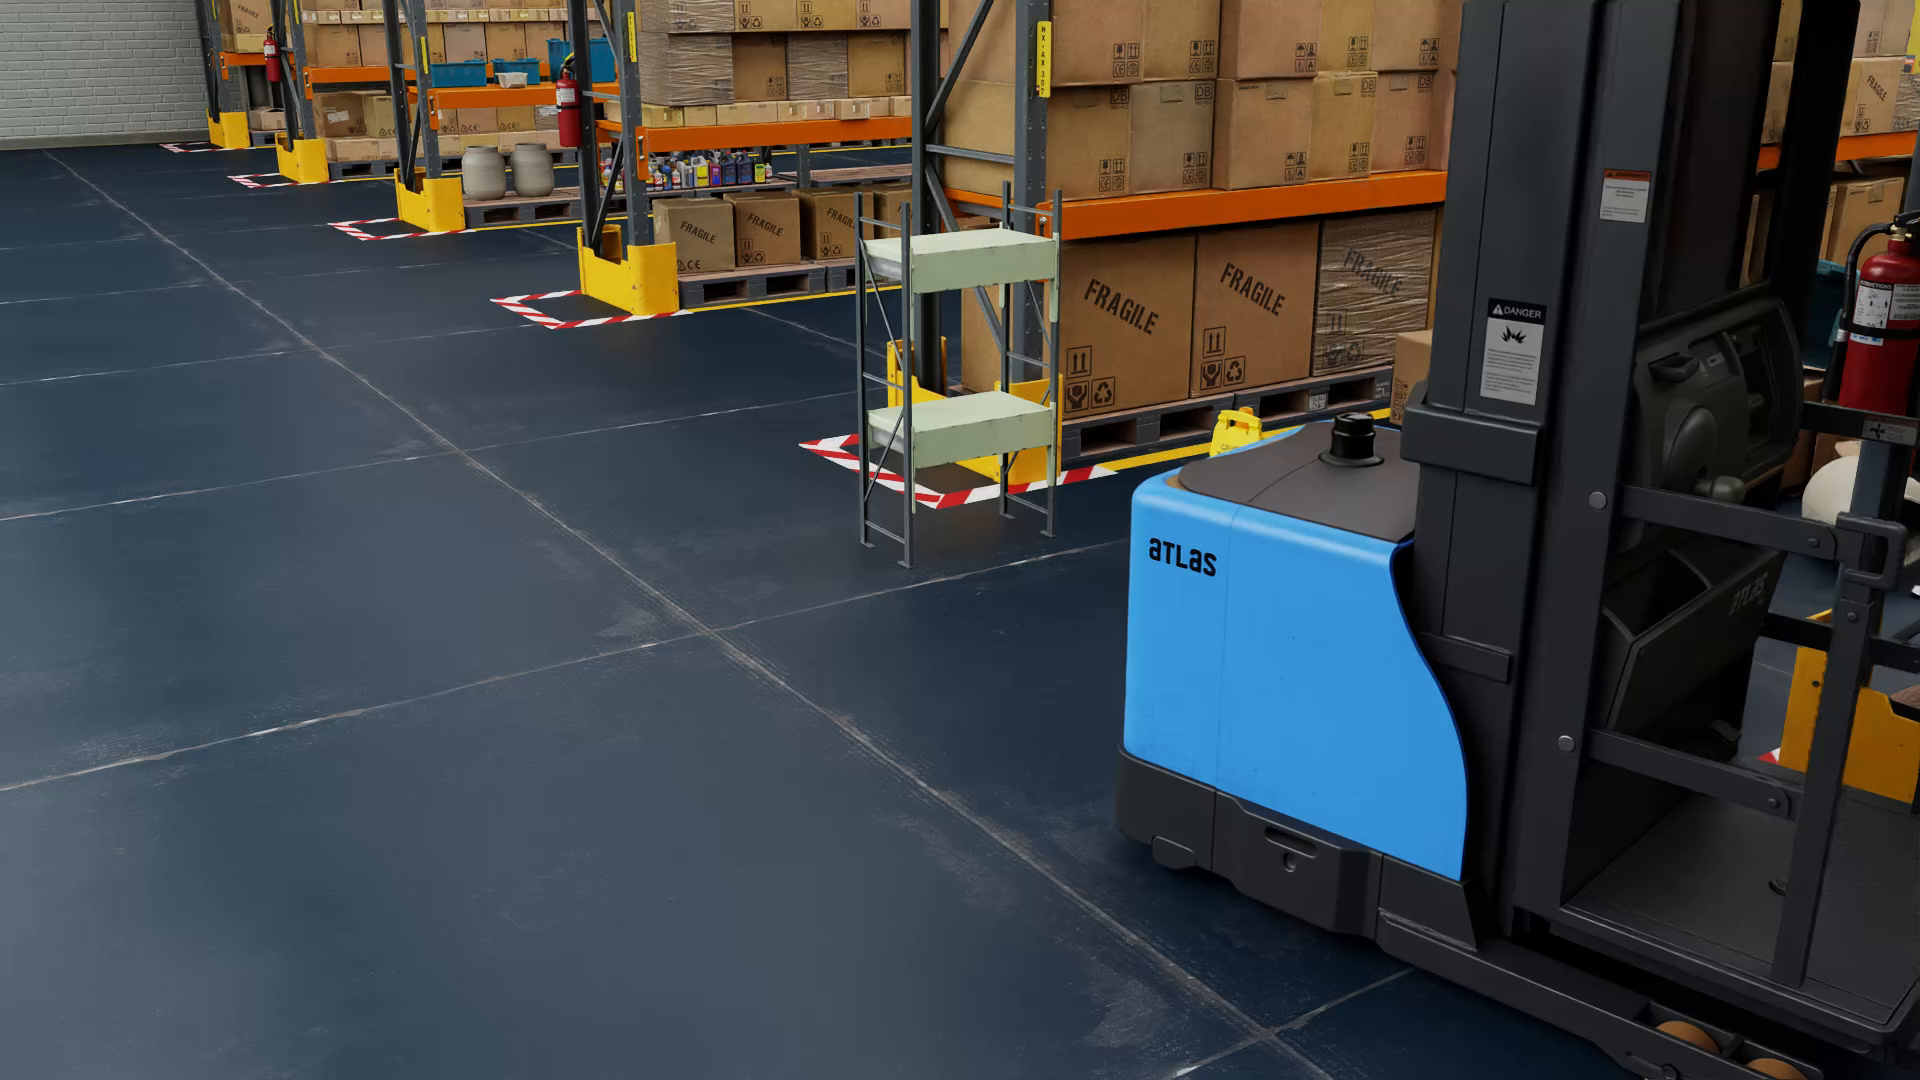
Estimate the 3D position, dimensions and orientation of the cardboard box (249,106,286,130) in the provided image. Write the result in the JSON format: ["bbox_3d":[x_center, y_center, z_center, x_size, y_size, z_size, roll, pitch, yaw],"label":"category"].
[{"bbox_3d":[-10.112,-6.219,24.467,0.500,0.311,0.500,-15,24,-37],"label":"cardboard box"}]

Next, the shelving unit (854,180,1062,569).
[{"bbox_3d":[-0.006,-0.709,7.001,0.755,1.500,0.431,-12,22,-31],"label":"shelving unit"}]

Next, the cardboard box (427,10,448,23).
[{"bbox_3d":[-6.491,-6.455,20.487,0.250,0.149,0.380,-12,22,-32],"label":"cardboard box"}]

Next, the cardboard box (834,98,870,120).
[{"bbox_3d":[-0.891,-3.317,12.765,0.250,0.149,0.380,-12,22,-31],"label":"cardboard box"}]

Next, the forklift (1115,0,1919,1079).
[{"bbox_3d":[1.852,-0.311,3.587,3.031,2.935,1.130,17,25,41],"label":"forklift"}]

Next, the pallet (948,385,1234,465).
[{"bbox_3d":[0.702,-0.708,9.009,1.213,0.211,1.003,-12,22,-31],"label":"pallet"}]

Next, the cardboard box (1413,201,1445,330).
[{"bbox_3d":[2.854,-1.672,10.168,0.875,0.875,0.875,-12,22,-31],"label":"cardboard box"}]

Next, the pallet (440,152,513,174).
[{"bbox_3d":[-6.378,-4.900,21.410,1.213,0.211,1.003,-12,22,-31],"label":"pallet"}]

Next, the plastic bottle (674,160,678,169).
[{"bbox_3d":[-2.956,-3.882,17.598,0.133,0.283,0.061,-12,22,-31],"label":"plastic bottle"}]

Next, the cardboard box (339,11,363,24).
[{"bbox_3d":[-7.346,-6.275,19.954,0.250,0.149,0.380,-13,22,-33],"label":"cardboard box"}]

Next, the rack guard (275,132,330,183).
[{"bbox_3d":[-8.032,-4.673,20.288,0.348,0.500,1.175,-12,22,-31],"label":"rack guard"}]

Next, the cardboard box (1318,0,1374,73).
[{"bbox_3d":[1.730,-2.817,8.972,0.500,0.550,0.875,-12,22,-31],"label":"cardboard box"}]

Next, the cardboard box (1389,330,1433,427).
[{"bbox_3d":[2.686,-0.841,8.947,0.500,0.500,0.500,-8,20,-22],"label":"cardboard box"}]

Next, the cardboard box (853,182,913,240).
[{"bbox_3d":[-0.531,-2.638,13.611,0.500,0.500,0.500,-14,23,-36],"label":"cardboard box"}]

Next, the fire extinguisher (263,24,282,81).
[{"bbox_3d":[-8.366,-5.929,20.219,0.183,0.674,0.296,-12,22,-31],"label":"fire extinguisher"}]

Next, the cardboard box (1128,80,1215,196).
[{"bbox_3d":[0.809,-2.118,8.593,0.550,0.550,0.875,-12,22,-31],"label":"cardboard box"}]

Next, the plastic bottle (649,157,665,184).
[{"bbox_3d":[-3.262,-3.984,17.913,0.135,0.276,0.152,-12,22,-31],"label":"plastic bottle"}]

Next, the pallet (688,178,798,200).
[{"bbox_3d":[-2.534,-3.813,18.193,1.213,0.211,1.003,-12,22,-31],"label":"pallet"}]

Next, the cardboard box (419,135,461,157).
[{"bbox_3d":[-6.608,-4.970,20.900,0.500,0.250,0.500,-12,22,-31],"label":"cardboard box"}]

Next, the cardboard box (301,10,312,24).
[{"bbox_3d":[-7.797,-6.335,20.130,0.250,0.149,0.380,-12,22,-32],"label":"cardboard box"}]

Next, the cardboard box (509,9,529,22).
[{"bbox_3d":[-5.631,-6.637,21.025,0.250,0.149,0.380,-12,22,-32],"label":"cardboard box"}]

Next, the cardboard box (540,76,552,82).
[{"bbox_3d":[-6.427,-7.483,26.740,0.500,0.250,0.500,-12,22,-33],"label":"cardboard box"}]

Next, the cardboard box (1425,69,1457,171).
[{"bbox_3d":[2.669,-2.471,9.638,0.550,0.550,0.875,-12,22,-31],"label":"cardboard box"}]

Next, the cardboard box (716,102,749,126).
[{"bbox_3d":[-1.761,-3.158,12.294,0.250,0.149,0.380,-12,22,-31],"label":"cardboard box"}]

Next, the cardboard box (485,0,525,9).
[{"bbox_3d":[-5.878,-6.971,21.000,0.500,0.500,0.700,-12,22,-31],"label":"cardboard box"}]

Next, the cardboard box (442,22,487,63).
[{"bbox_3d":[-6.323,-6.261,20.926,0.500,0.500,0.700,-11,22,-30],"label":"cardboard box"}]

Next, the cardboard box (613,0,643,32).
[{"bbox_3d":[-2.243,-4.036,12.319,0.500,0.500,0.500,-12,22,-31],"label":"cardboard box"}]

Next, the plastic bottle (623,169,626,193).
[{"bbox_3d":[-3.406,-3.729,17.145,0.133,0.283,0.061,-11,22,-31],"label":"plastic bottle"}]

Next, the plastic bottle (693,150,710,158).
[{"bbox_3d":[-2.852,-4.163,18.325,0.185,0.351,0.144,-11,22,-30],"label":"plastic bottle"}]

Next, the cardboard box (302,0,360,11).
[{"bbox_3d":[-7.571,-6.612,19.937,0.500,0.500,0.700,-12,22,-31],"label":"cardboard box"}]

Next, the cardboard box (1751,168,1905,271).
[{"bbox_3d":[6.200,-2.326,12.299,0.750,0.750,1.050,-12,22,-32],"label":"cardboard box"}]

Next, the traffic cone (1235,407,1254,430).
[{"bbox_3d":[1.302,-0.379,7.643,0.334,0.463,0.336,-12,22,-31],"label":"traffic cone"}]

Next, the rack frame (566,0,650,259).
[{"bbox_3d":[-2.566,-3.211,12.061,0.127,3.000,1.000,-12,22,-31],"label":"rack frame"}]

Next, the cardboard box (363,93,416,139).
[{"bbox_3d":[-7.025,-5.237,20.519,0.500,0.500,0.500,-12,22,-31],"label":"cardboard box"}]

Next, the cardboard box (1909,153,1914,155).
[{"bbox_3d":[8.034,-3.014,13.553,0.500,0.250,0.500,-11,22,-30],"label":"cardboard box"}]

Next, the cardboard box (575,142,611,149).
[{"bbox_3d":[-4.938,-5.323,21.943,0.500,0.250,0.500,-12,22,-31],"label":"cardboard box"}]

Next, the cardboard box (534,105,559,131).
[{"bbox_3d":[-5.362,-5.593,21.571,0.500,0.500,0.500,-12,22,-31],"label":"cardboard box"}]

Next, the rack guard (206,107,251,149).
[{"bbox_3d":[-10.676,-6.015,24.258,0.348,0.500,1.175,-12,22,-31],"label":"rack guard"}]

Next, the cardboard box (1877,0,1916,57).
[{"bbox_3d":[6.378,-3.721,11.850,0.500,0.500,0.700,-12,22,-32],"label":"cardboard box"}]

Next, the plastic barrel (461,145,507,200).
[{"bbox_3d":[-4.783,-3.693,16.714,0.421,0.512,0.421,0,19,0],"label":"plastic barrel"}]

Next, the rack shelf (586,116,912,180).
[{"bbox_3d":[-0.896,-3.223,13.218,4.000,0.370,1.077,-12,22,-31],"label":"rack shelf"}]

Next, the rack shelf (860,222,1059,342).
[{"bbox_3d":[-0.006,-1.079,6.876,0.720,0.370,0.431,-12,22,-31],"label":"rack shelf"}]

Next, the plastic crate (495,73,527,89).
[{"bbox_3d":[-4.366,-4.483,16.233,0.250,0.136,0.298,-12,22,-31],"label":"plastic crate"}]

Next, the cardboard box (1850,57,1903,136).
[{"bbox_3d":[6.113,-3.085,11.530,0.500,0.500,0.500,-12,22,-31],"label":"cardboard box"}]

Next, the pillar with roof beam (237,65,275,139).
[{"bbox_3d":[-8.263,-9.231,20.500,0.400,9.000,9.100,-12,22,-31],"label":"pillar with roof beam"}]

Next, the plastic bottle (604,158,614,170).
[{"bbox_3d":[-3.713,-3.907,17.673,0.133,0.283,0.061,-12,22,-31],"label":"plastic bottle"}]

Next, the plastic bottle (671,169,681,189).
[{"bbox_3d":[-2.981,-3.787,17.444,0.097,0.201,0.097,0,19,0],"label":"plastic bottle"}]

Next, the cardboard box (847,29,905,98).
[{"bbox_3d":[-0.875,-3.771,13.095,0.500,0.500,0.875,-12,22,-31],"label":"cardboard box"}]

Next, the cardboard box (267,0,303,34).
[{"bbox_3d":[-9.757,-7.568,23.979,0.500,0.500,0.500,-12,22,-31],"label":"cardboard box"}]

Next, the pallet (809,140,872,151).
[{"bbox_3d":[-2.039,-5.815,24.117,1.213,0.211,1.003,-12,22,-31],"label":"pallet"}]

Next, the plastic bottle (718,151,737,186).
[{"bbox_3d":[-2.489,-3.970,17.754,0.185,0.351,0.144,-13,23,-34],"label":"plastic bottle"}]

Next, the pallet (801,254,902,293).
[{"bbox_3d":[-0.787,-2.251,13.574,1.213,0.211,1.003,-12,22,-31],"label":"pallet"}]

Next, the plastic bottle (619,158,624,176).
[{"bbox_3d":[-3.656,-3.957,17.831,0.135,0.276,0.152,-13,22,-33],"label":"plastic bottle"}]

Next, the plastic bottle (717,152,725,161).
[{"bbox_3d":[-2.653,-4.131,18.335,0.133,0.283,0.061,-12,22,-31],"label":"plastic bottle"}]

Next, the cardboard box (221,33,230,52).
[{"bbox_3d":[-10.455,-7.259,24.235,0.500,0.250,0.500,-12,22,-31],"label":"cardboard box"}]

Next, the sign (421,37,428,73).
[{"bbox_3d":[-4.992,-4.520,15.497,0.005,0.325,0.100,-12,22,-31],"label":"sign"}]

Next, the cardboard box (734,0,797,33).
[{"bbox_3d":[-1.536,-3.984,12.163,0.500,0.500,0.500,-12,22,-31],"label":"cardboard box"}]

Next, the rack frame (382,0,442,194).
[{"bbox_3d":[-5.291,-4.536,15.979,0.127,3.000,1.000,-12,22,-31],"label":"rack frame"}]
